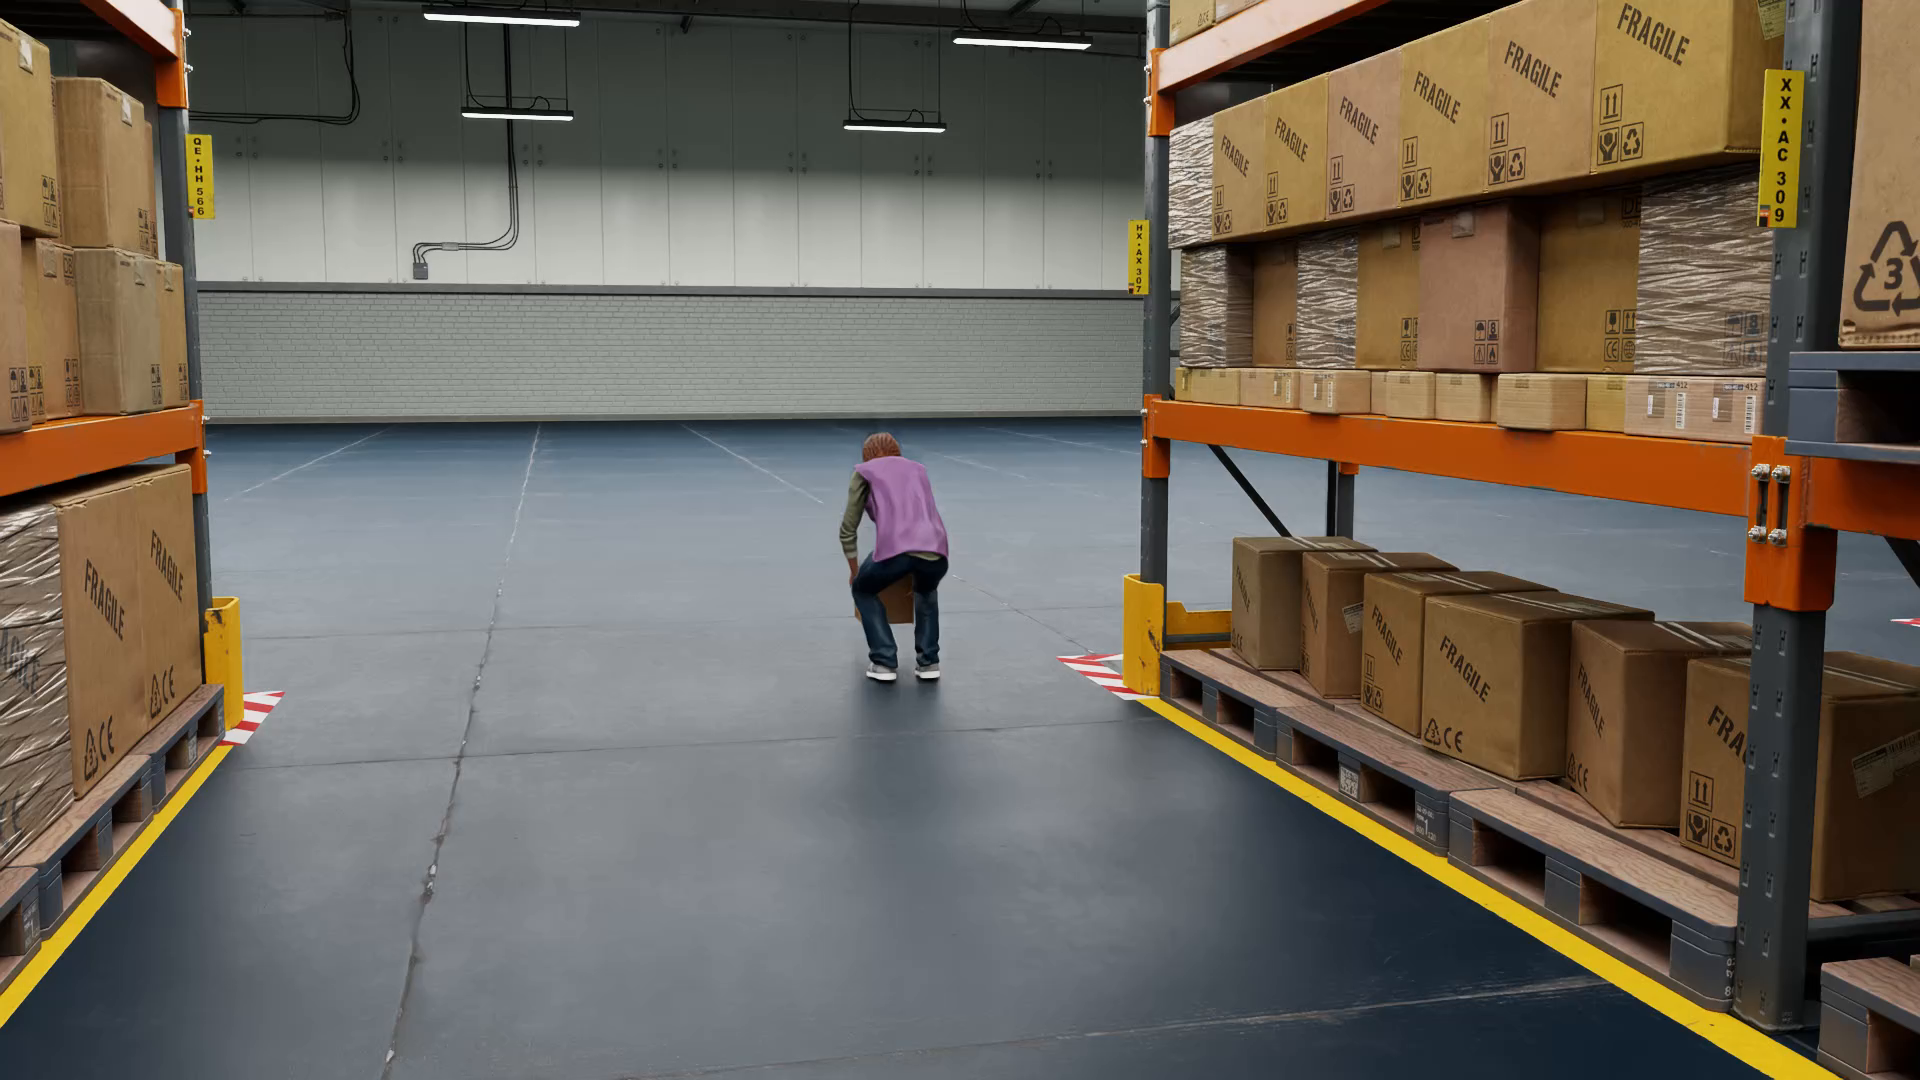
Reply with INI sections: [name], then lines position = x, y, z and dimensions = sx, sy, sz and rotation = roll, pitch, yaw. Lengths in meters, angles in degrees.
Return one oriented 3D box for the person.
[person]
position = -0.309, 0.085, 7.777
dimensions = 0.463, 1.122, 0.730
rotation = -2, 7, -14
